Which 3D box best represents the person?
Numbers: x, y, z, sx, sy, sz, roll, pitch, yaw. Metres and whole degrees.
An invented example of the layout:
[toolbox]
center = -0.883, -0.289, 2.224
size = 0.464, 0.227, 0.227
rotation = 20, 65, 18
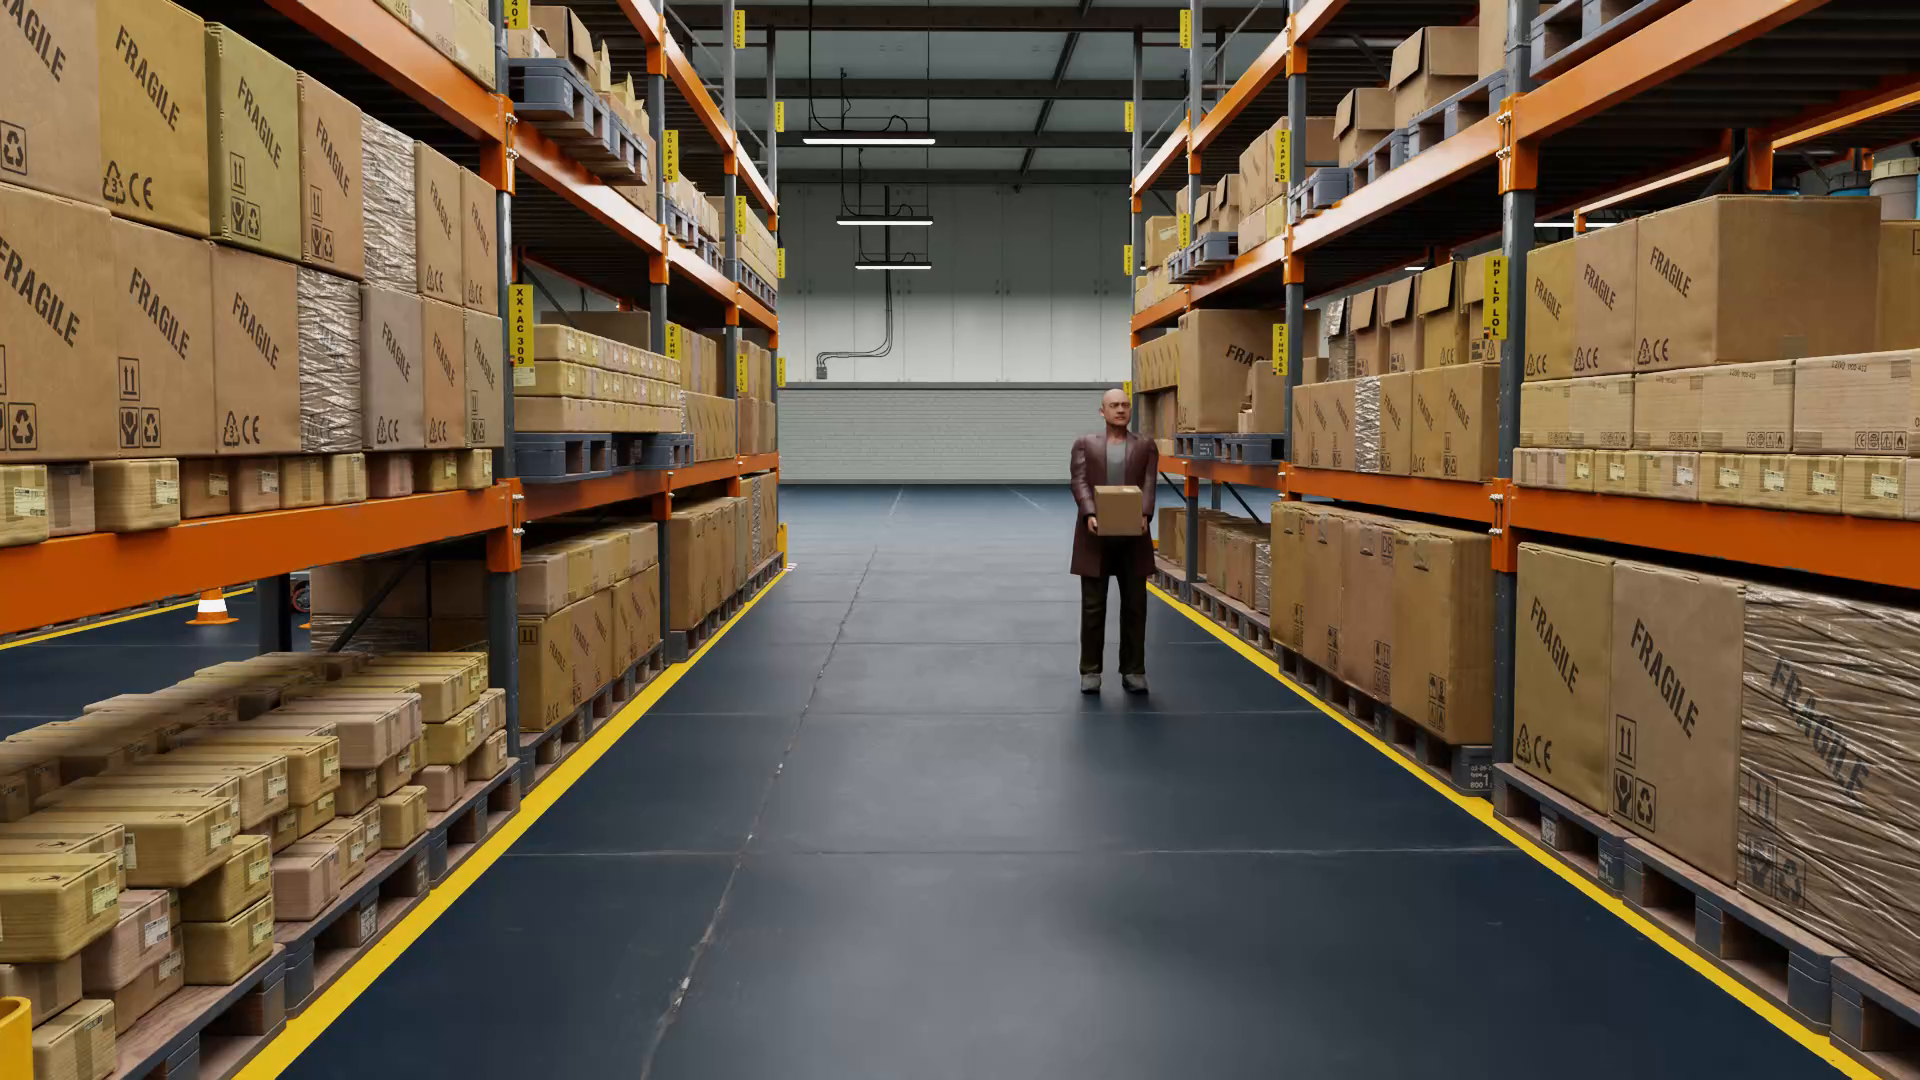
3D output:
[person]
center = 0.908, 0.004, 9.676
size = 0.529, 1.770, 0.563
rotation = 0, 4, -1
